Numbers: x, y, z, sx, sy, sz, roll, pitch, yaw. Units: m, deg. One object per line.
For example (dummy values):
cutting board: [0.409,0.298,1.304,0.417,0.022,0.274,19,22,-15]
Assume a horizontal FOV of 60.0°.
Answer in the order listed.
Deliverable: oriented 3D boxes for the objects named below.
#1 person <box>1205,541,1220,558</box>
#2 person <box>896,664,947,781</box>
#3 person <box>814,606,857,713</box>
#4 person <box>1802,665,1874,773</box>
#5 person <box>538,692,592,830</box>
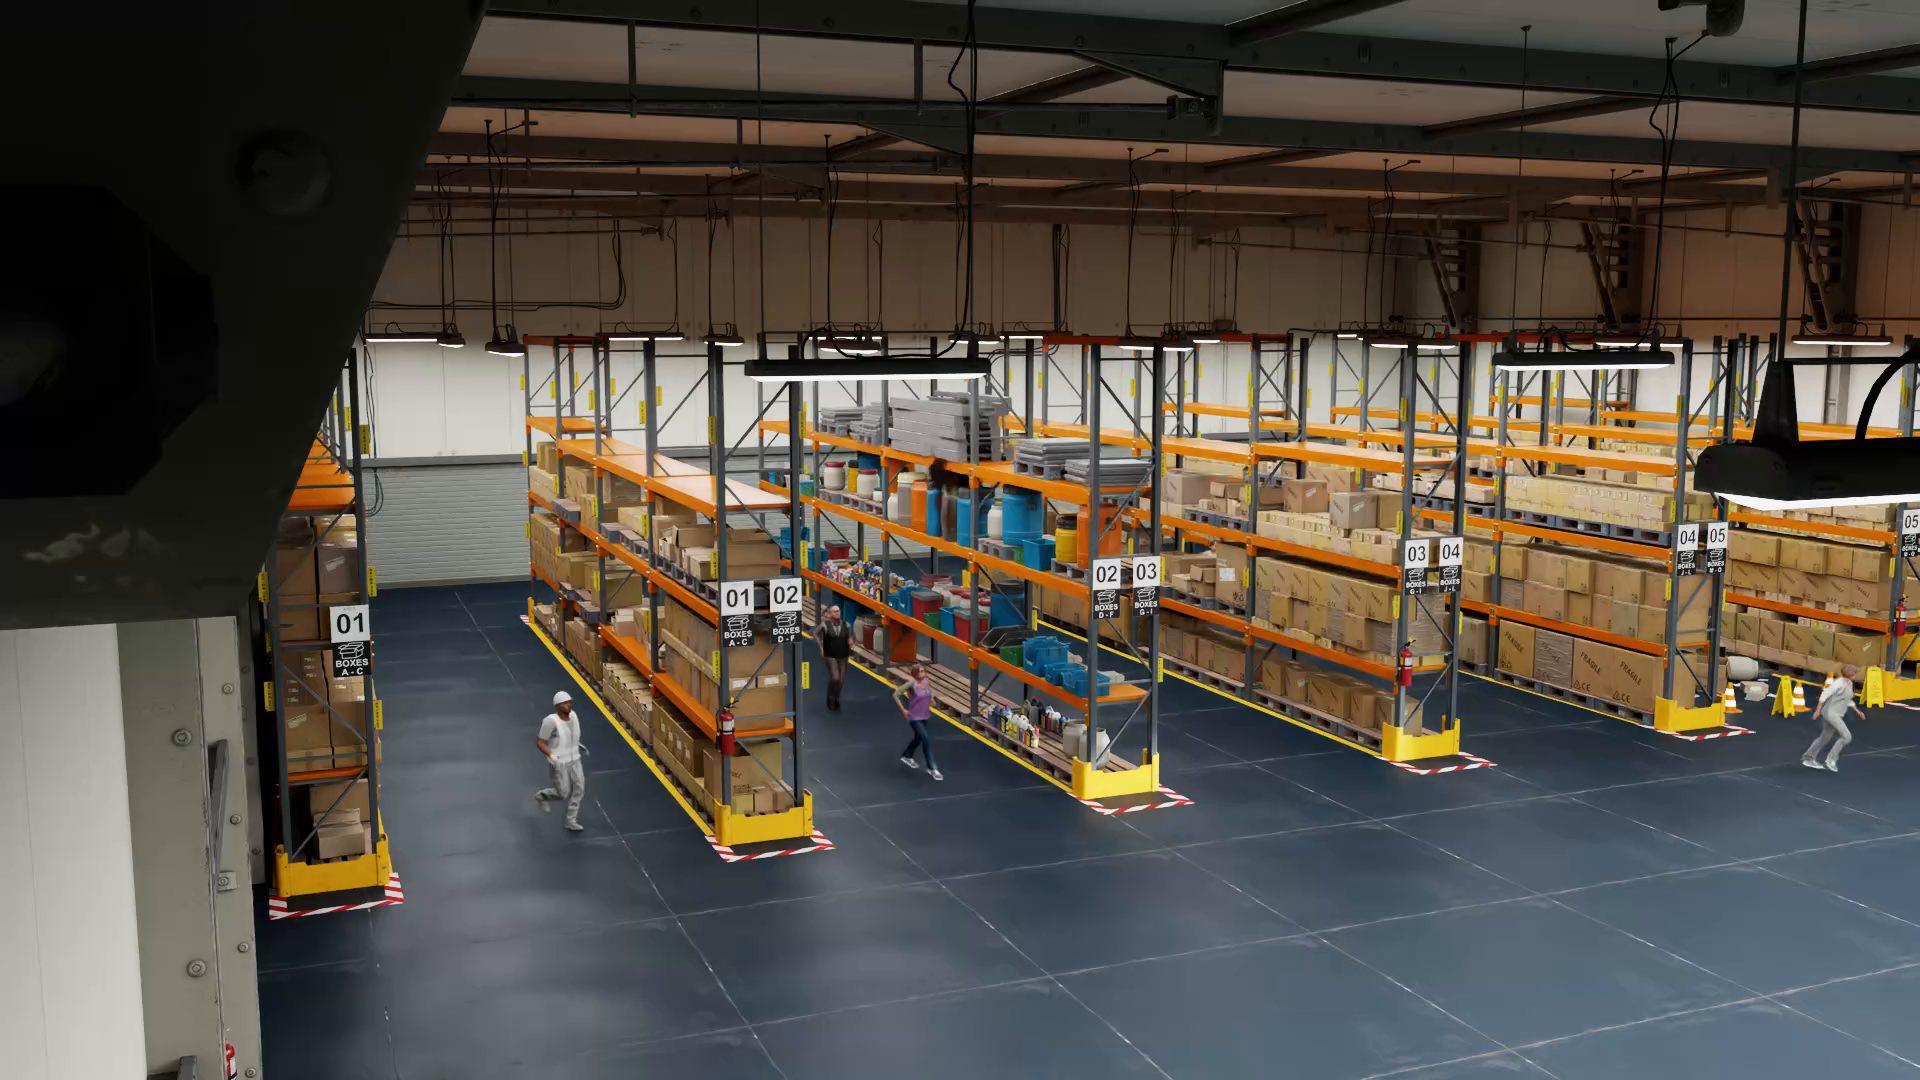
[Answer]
person: [5.441,0.797,35.615,0.563,1.600,0.829,-2,8,-15]
person: [-0.569,2.495,22.954,0.808,1.603,0.598,7,10,41]
person: [-1.976,1.920,26.892,0.666,1.733,0.728,-3,8,-20]
person: [12.312,2.485,23.277,0.816,1.498,0.515,6,10,39]
person: [-4.918,2.742,20.674,0.590,1.733,0.691,5,9,35]
